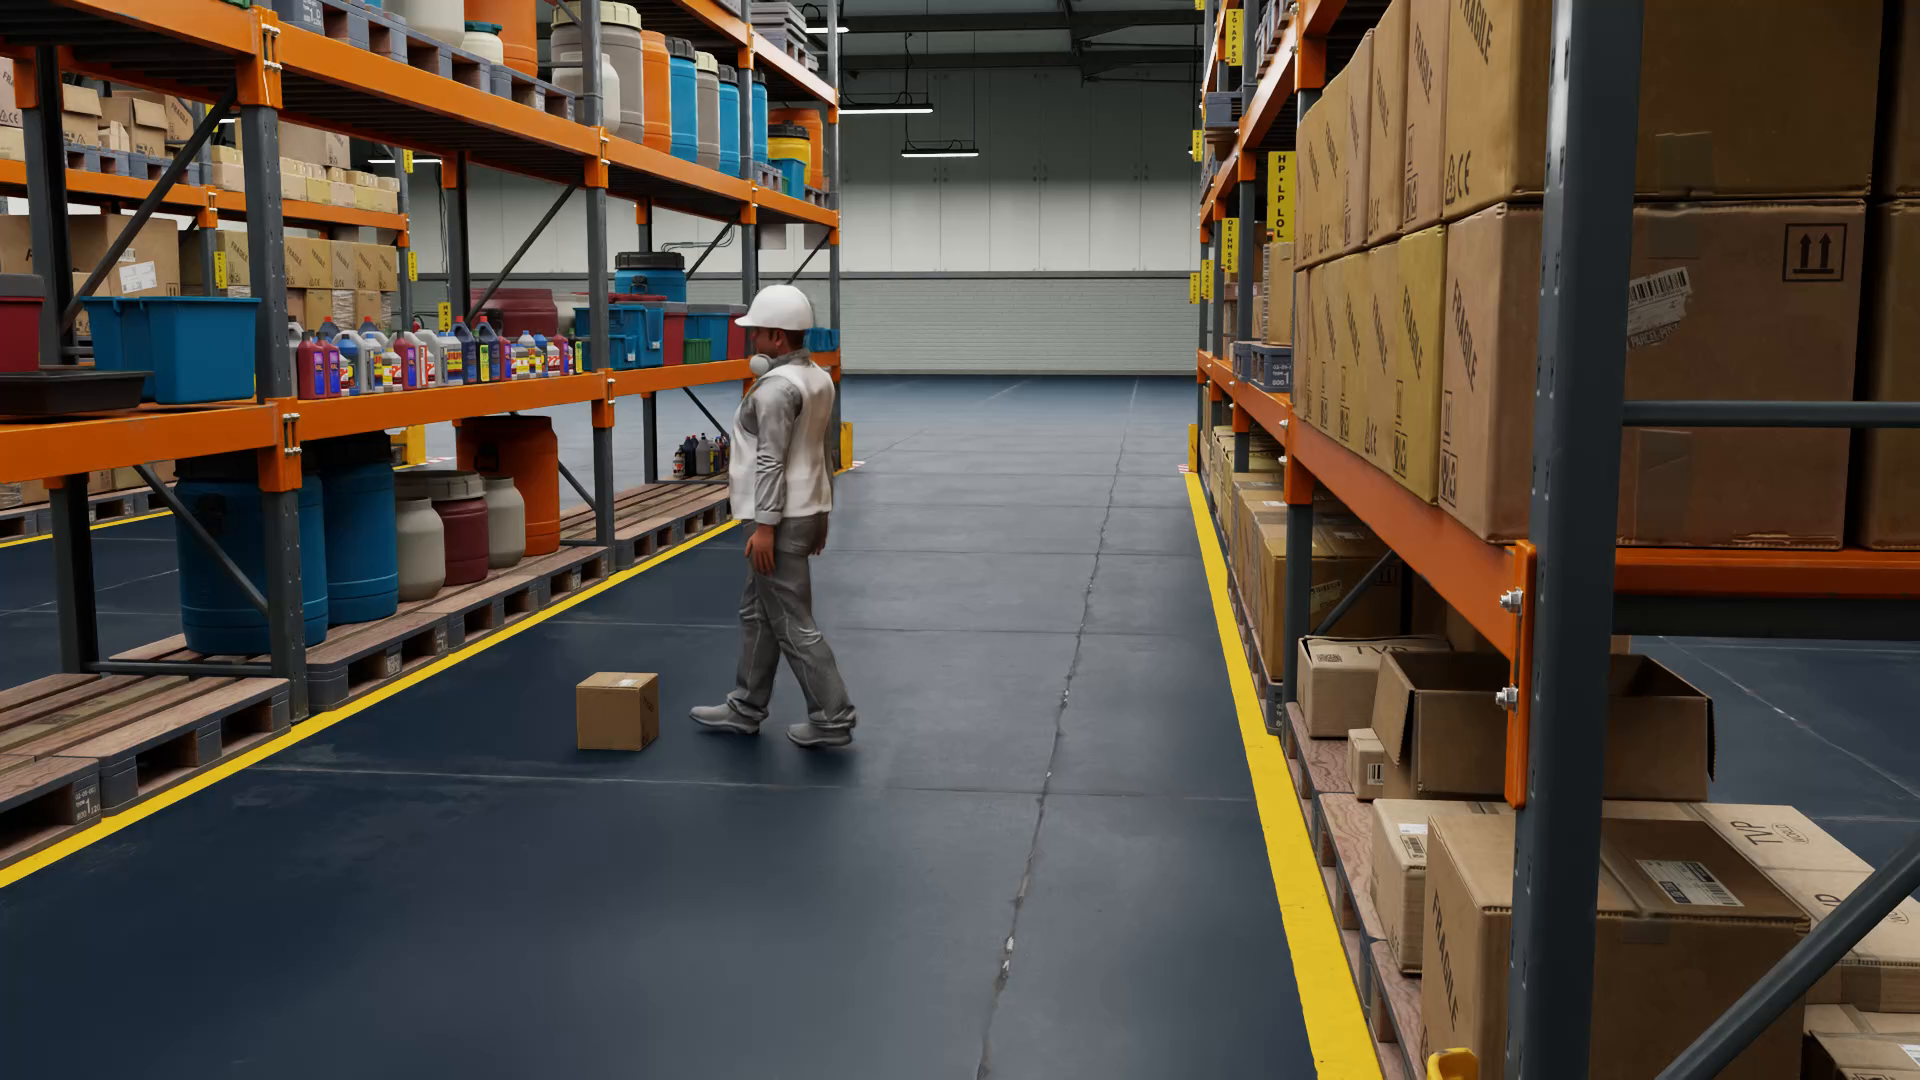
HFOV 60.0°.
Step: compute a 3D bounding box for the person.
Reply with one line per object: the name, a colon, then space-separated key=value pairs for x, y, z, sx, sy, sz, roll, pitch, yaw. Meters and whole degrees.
person: x=-0.664 y=0.002 z=6.370 sx=0.595 sy=1.470 sz=0.446 roll=2 pitch=8 yaw=15
